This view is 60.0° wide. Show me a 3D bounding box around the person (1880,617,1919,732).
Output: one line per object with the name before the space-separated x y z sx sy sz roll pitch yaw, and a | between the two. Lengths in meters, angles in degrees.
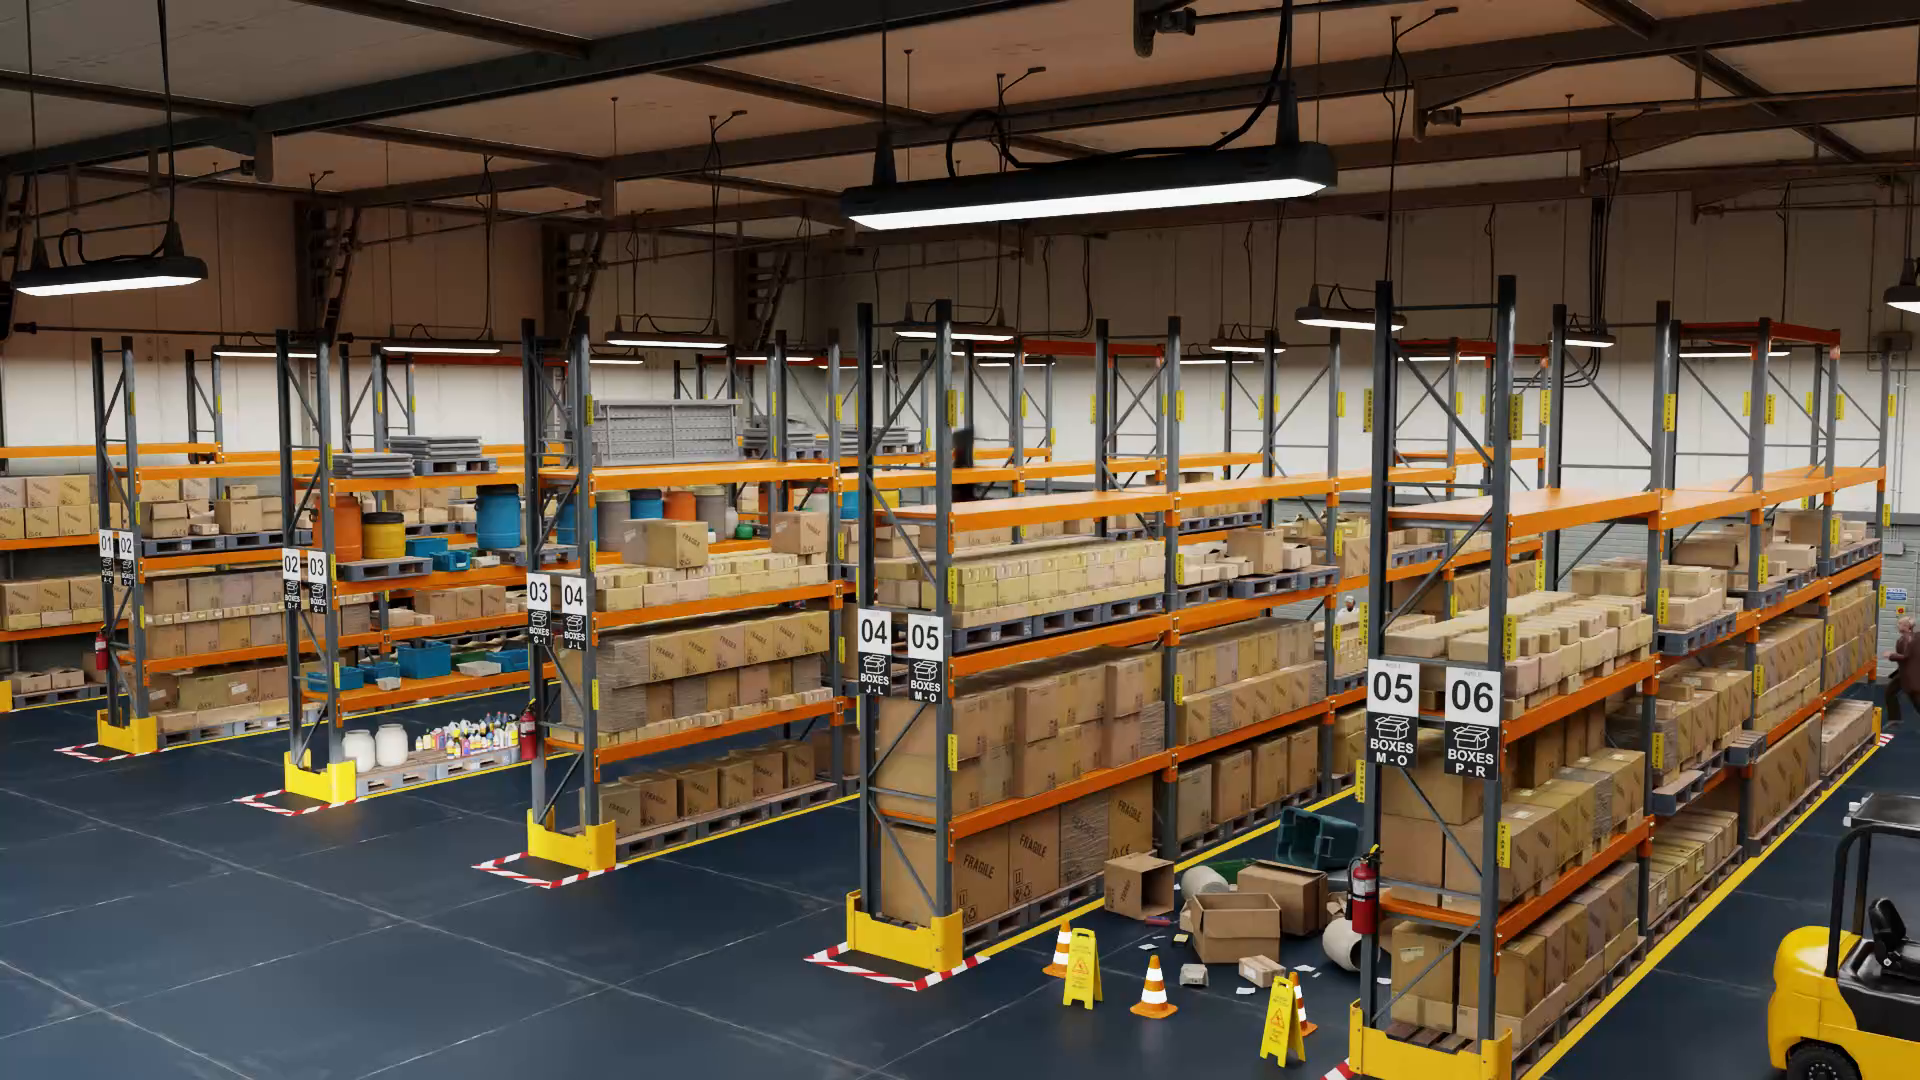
person | 14.503 2.079 25.327 0.888 1.821 0.702 3 6 32

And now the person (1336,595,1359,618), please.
person | 6.837 1.801 29.045 0.585 1.712 0.853 4 6 37
